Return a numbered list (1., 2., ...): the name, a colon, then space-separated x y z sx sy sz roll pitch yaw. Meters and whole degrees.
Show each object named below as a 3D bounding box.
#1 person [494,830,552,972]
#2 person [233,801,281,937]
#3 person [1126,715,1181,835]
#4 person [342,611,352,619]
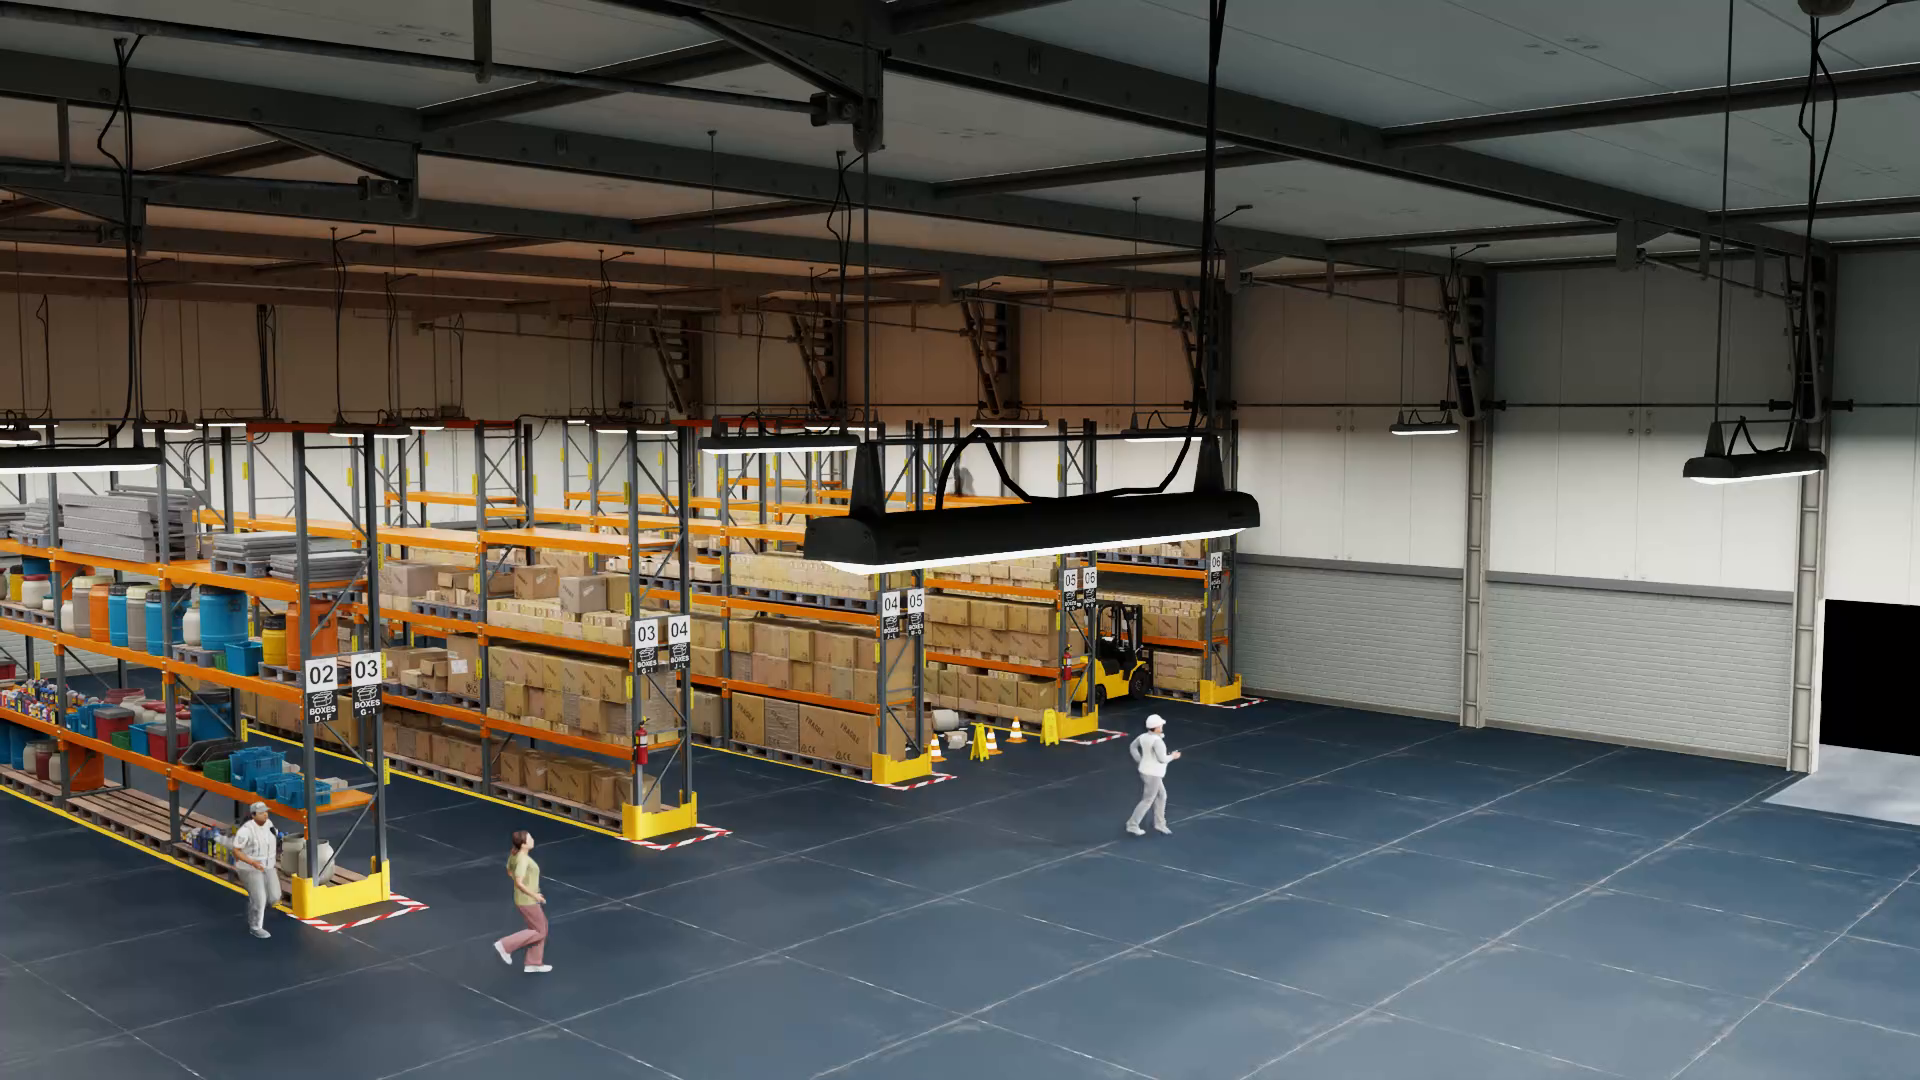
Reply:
1. person: -4.870 4.020 18.461 0.636 1.631 0.588 -2 5 -25
2. person: -8.372 3.917 19.822 0.582 1.635 0.624 2 5 27
3. person: 2.807 3.459 24.309 0.845 1.822 0.602 -1 5 -14
4. person: -13.813 2.435 37.209 0.732 1.713 0.804 -1 5 -8
